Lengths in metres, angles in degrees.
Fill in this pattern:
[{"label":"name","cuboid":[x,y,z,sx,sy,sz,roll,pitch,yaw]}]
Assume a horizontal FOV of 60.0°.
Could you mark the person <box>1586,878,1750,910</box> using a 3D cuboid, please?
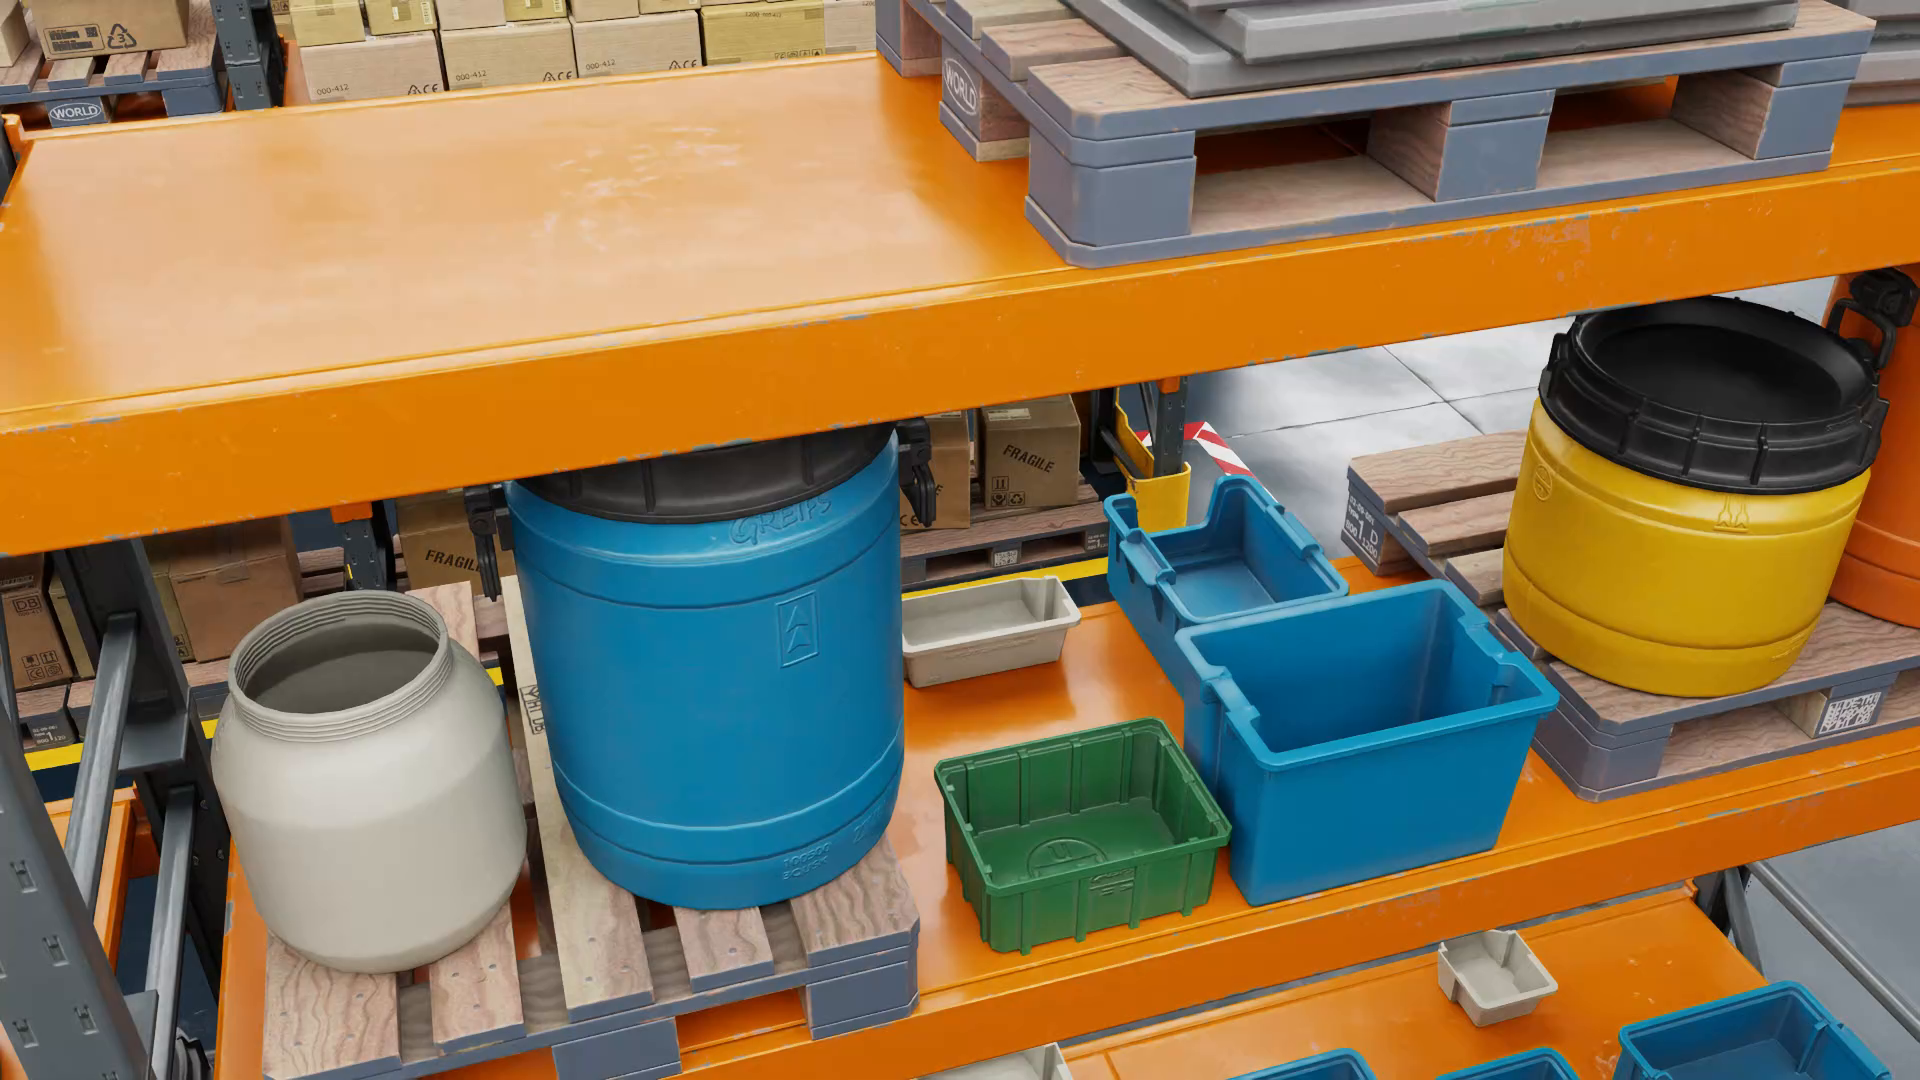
[{"label":"person","cuboid":[2.694,0.902,6.099,0.809,1.694,0.551,11,35,16]}]
